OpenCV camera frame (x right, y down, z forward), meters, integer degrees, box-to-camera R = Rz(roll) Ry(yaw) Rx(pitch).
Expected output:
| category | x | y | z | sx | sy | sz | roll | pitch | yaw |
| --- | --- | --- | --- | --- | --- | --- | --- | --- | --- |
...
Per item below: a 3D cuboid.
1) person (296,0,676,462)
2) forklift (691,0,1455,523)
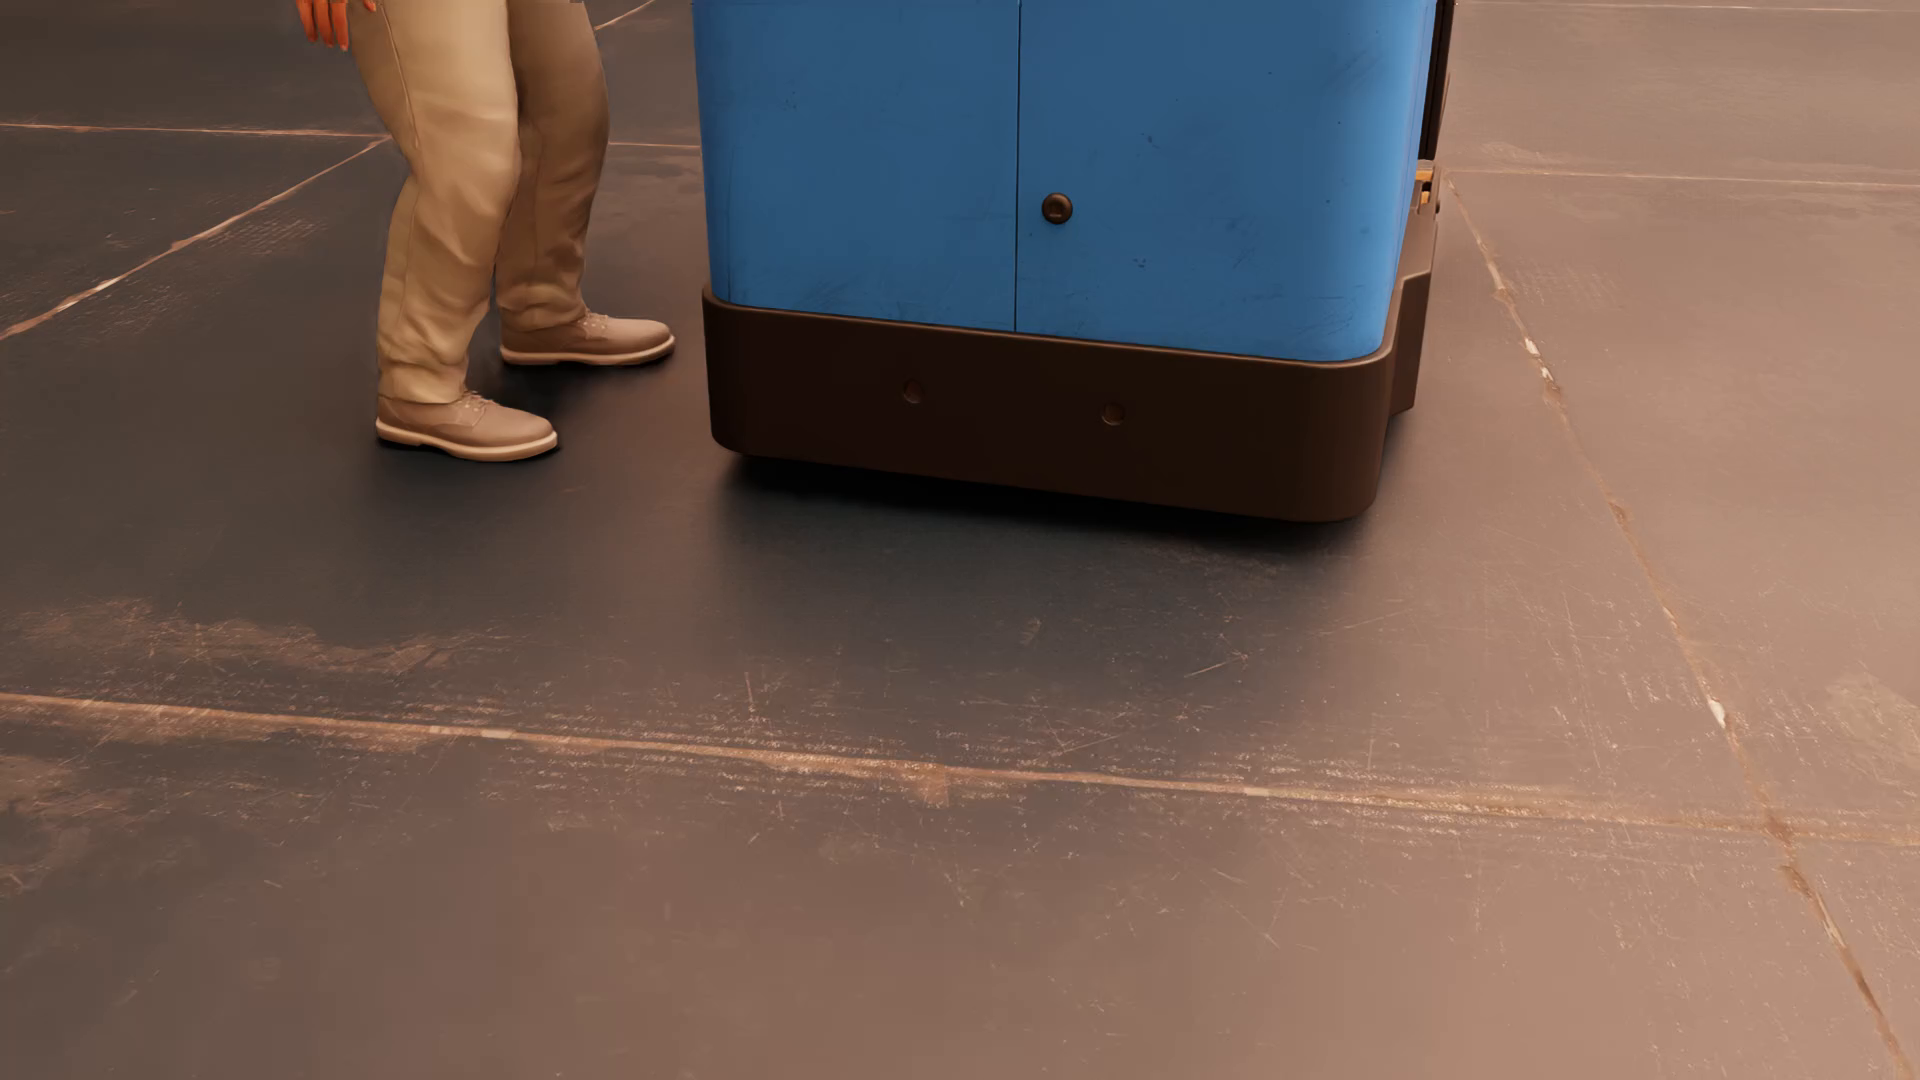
| category | x | y | z | sx | sy | sz | roll | pitch | yaw |
| --- | --- | --- | --- | --- | --- | --- | --- | --- | --- |
| person | -0.810 | -0.996 | 2.567 | 0.386 | 1.724 | 0.775 | 6 | 27 | 12 |
| forklift | 0.506 | -1.974 | 3.174 | 1.130 | 2.935 | 3.031 | 8 | 27 | 15 |
